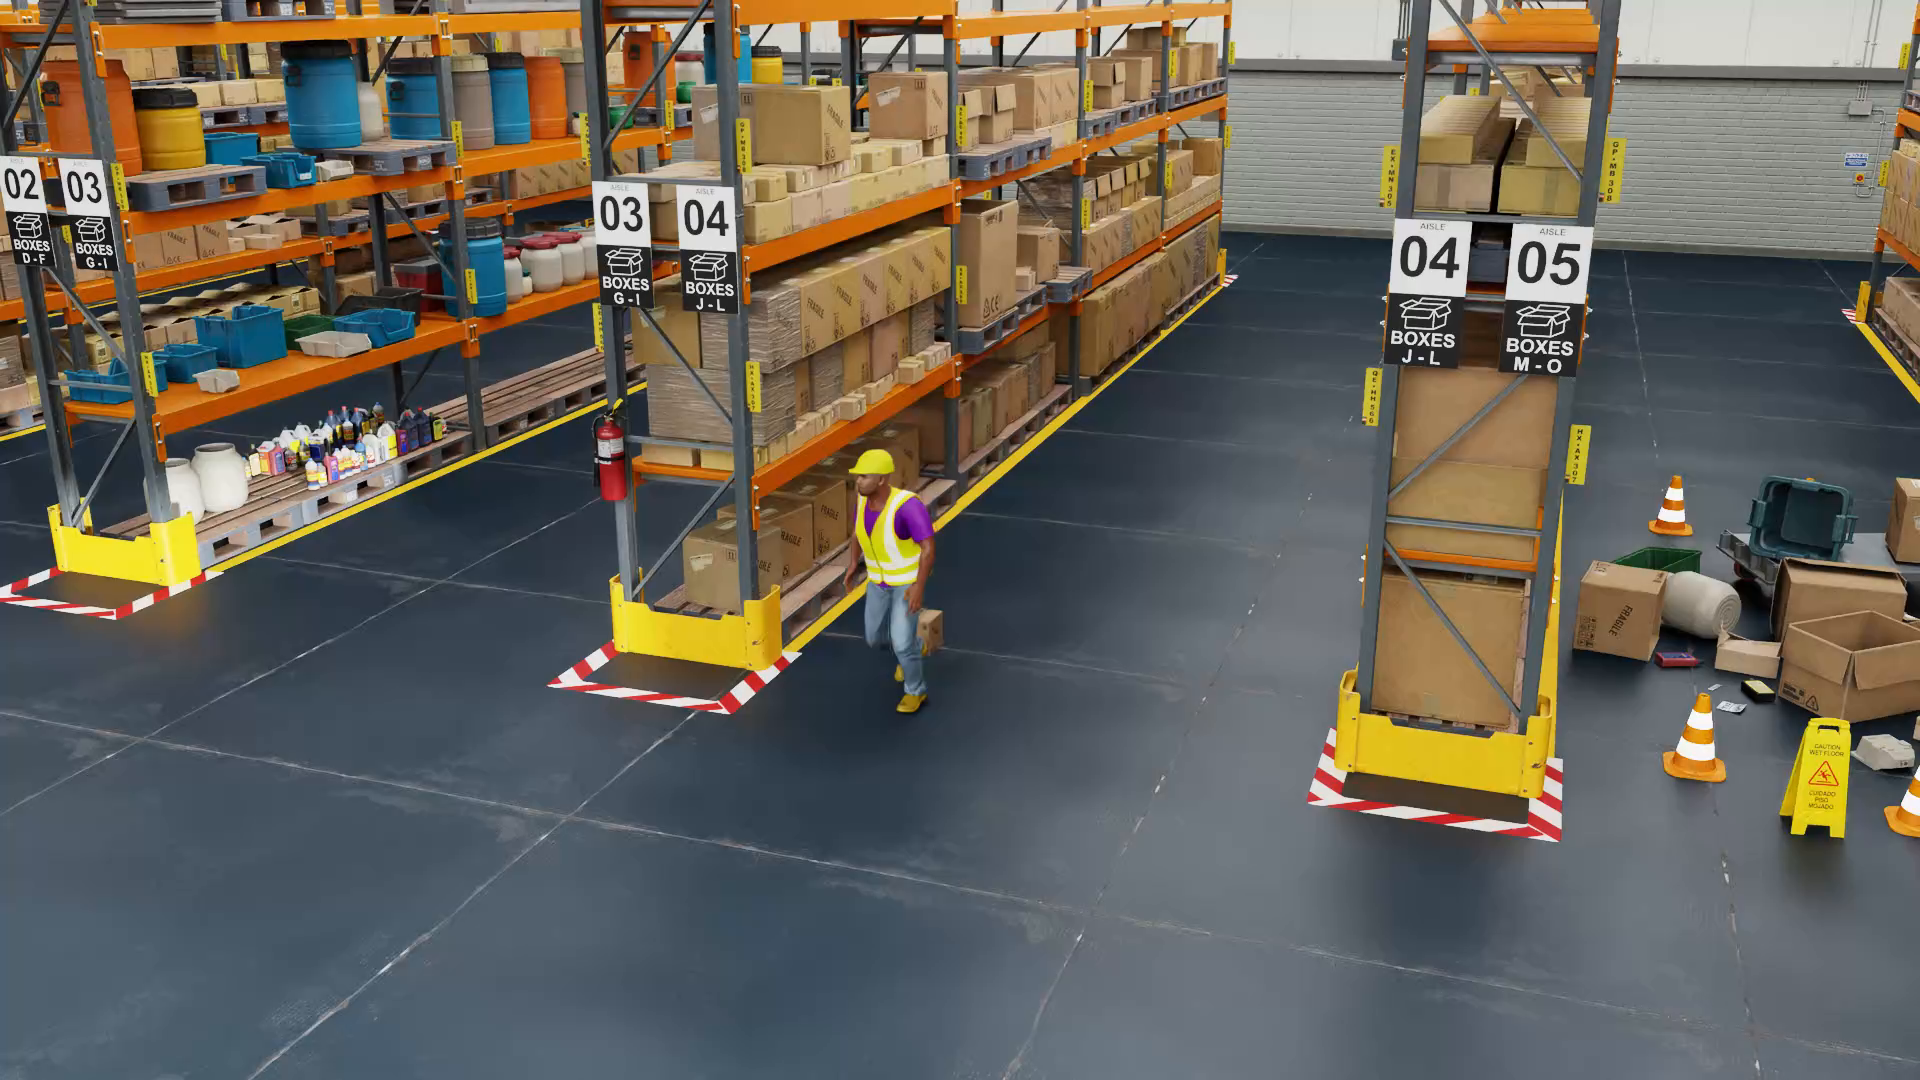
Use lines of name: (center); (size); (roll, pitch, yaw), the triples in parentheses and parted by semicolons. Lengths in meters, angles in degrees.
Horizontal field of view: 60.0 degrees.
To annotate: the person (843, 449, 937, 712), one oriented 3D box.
person: (-0.380, 0.218, 10.466); (0.743, 1.690, 0.689); (14, 23, 36)
